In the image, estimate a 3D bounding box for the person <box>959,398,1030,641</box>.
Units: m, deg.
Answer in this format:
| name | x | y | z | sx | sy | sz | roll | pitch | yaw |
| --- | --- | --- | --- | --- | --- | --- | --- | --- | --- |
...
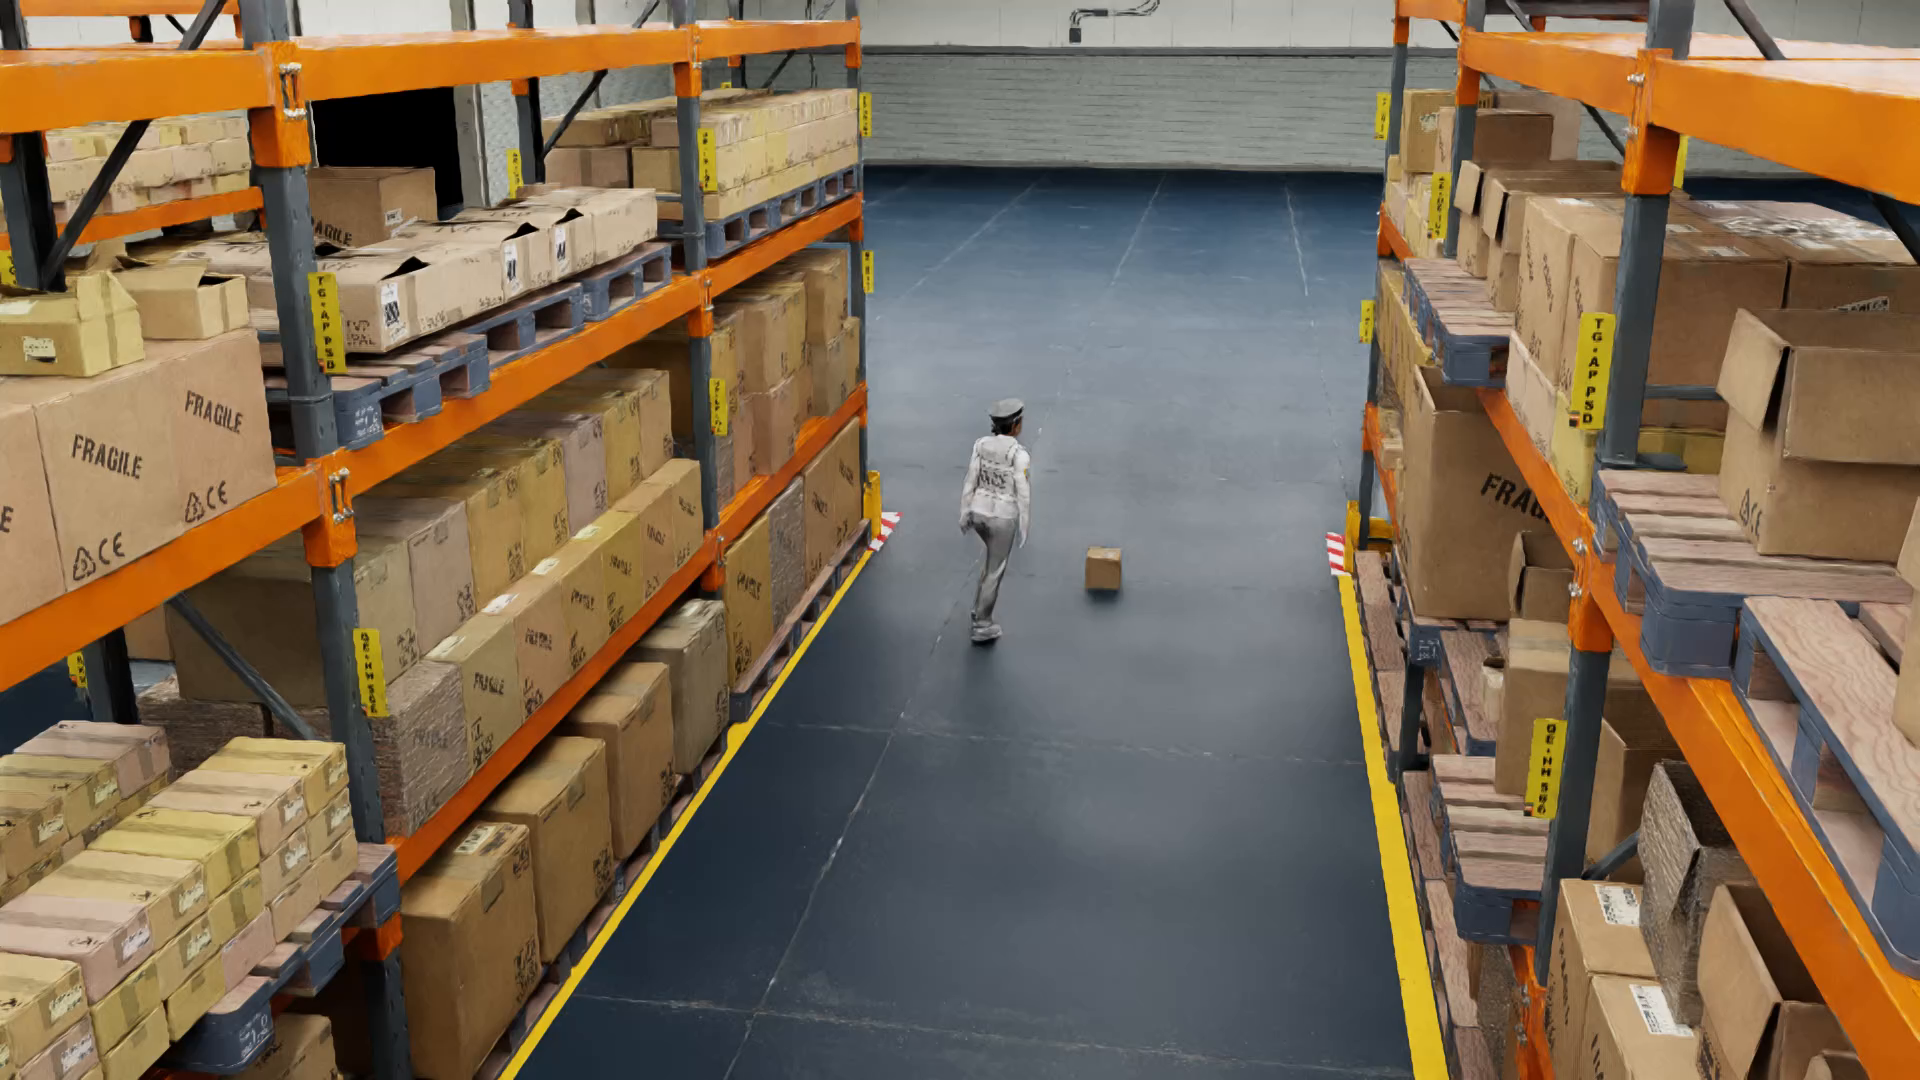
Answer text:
| name | x | y | z | sx | sy | sz | roll | pitch | yaw |
| --- | --- | --- | --- | --- | --- | --- | --- | --- | --- |
| person | 0.257 | -0.138 | 11.397 | 0.514 | 1.667 | 0.486 | 16 | 24 | 40 |
